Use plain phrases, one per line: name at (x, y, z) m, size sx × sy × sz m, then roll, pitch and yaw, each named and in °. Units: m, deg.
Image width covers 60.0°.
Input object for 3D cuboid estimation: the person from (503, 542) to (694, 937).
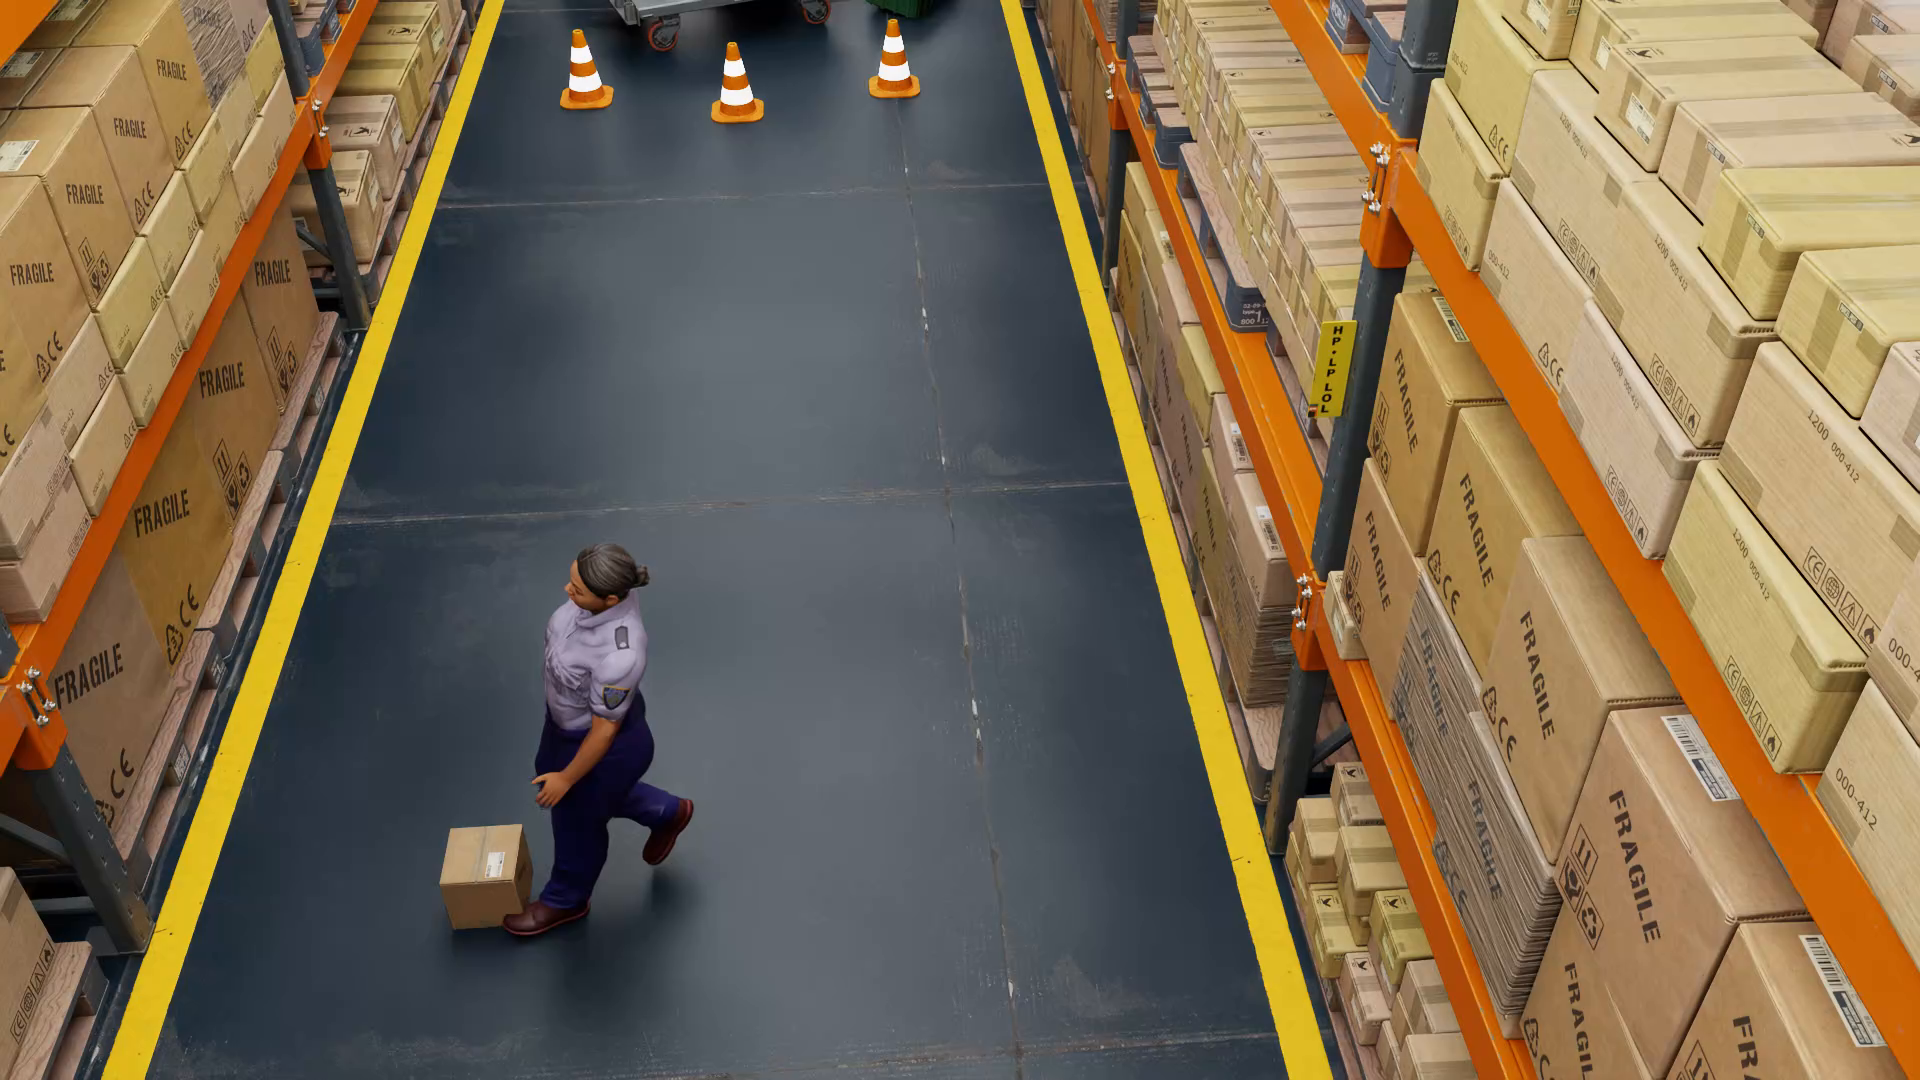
person at (-1.262, 0.637, 5.404) m, size 0.715 × 1.602 × 0.521 m, roll -11°, pitch 41°, yaw -13°
